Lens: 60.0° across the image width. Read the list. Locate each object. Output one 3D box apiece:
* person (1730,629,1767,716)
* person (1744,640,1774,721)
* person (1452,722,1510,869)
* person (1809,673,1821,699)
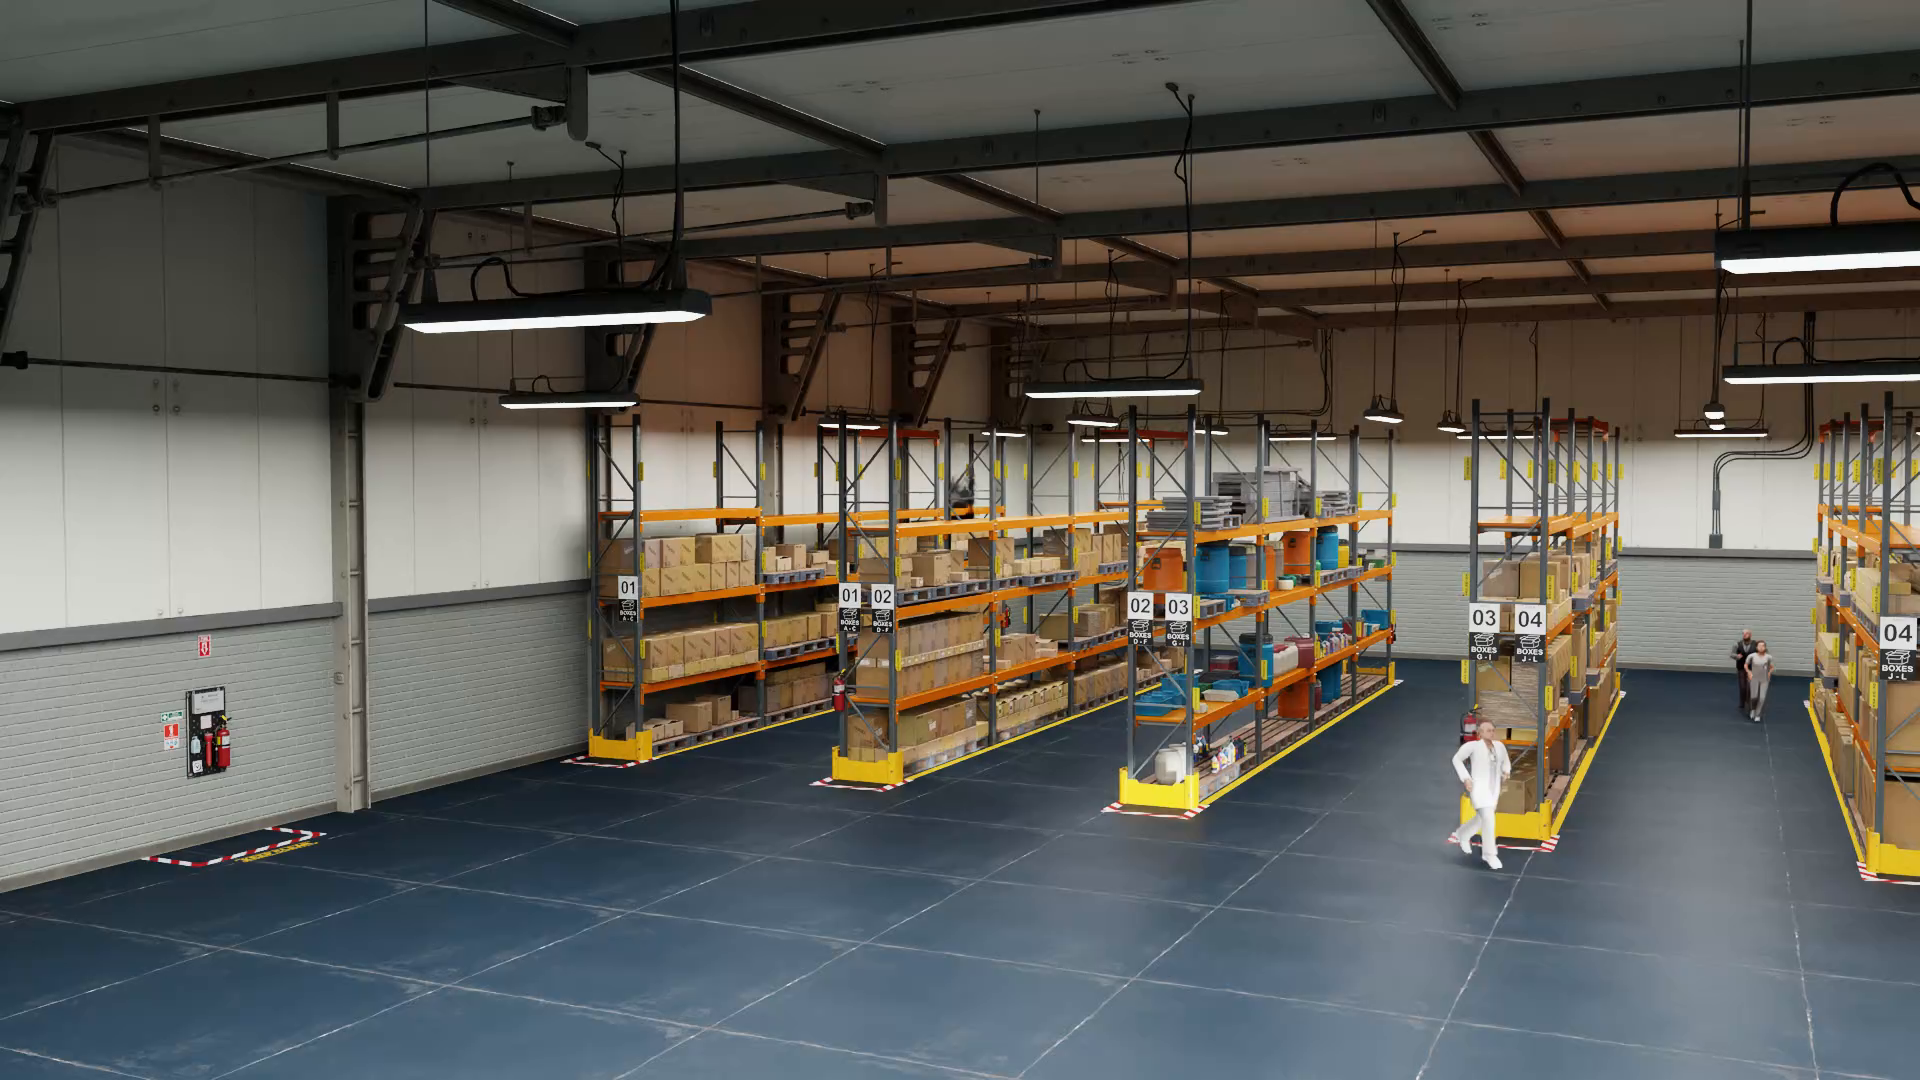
[{"bbox_3d":[16.335,2.729,34.471,0.664,1.773,0.907,2,3,35],"label":"person"},{"bbox_3d":[15.951,2.820,33.167,0.540,1.618,0.544,1,2,19],"label":"person"},{"bbox_3d":[6.712,3.216,21.315,0.714,1.795,0.992,-1,3,-24],"label":"person"},{"bbox_3d":[18.979,2.691,36.370,0.707,1.646,0.639,1,3,26],"label":"person"}]
